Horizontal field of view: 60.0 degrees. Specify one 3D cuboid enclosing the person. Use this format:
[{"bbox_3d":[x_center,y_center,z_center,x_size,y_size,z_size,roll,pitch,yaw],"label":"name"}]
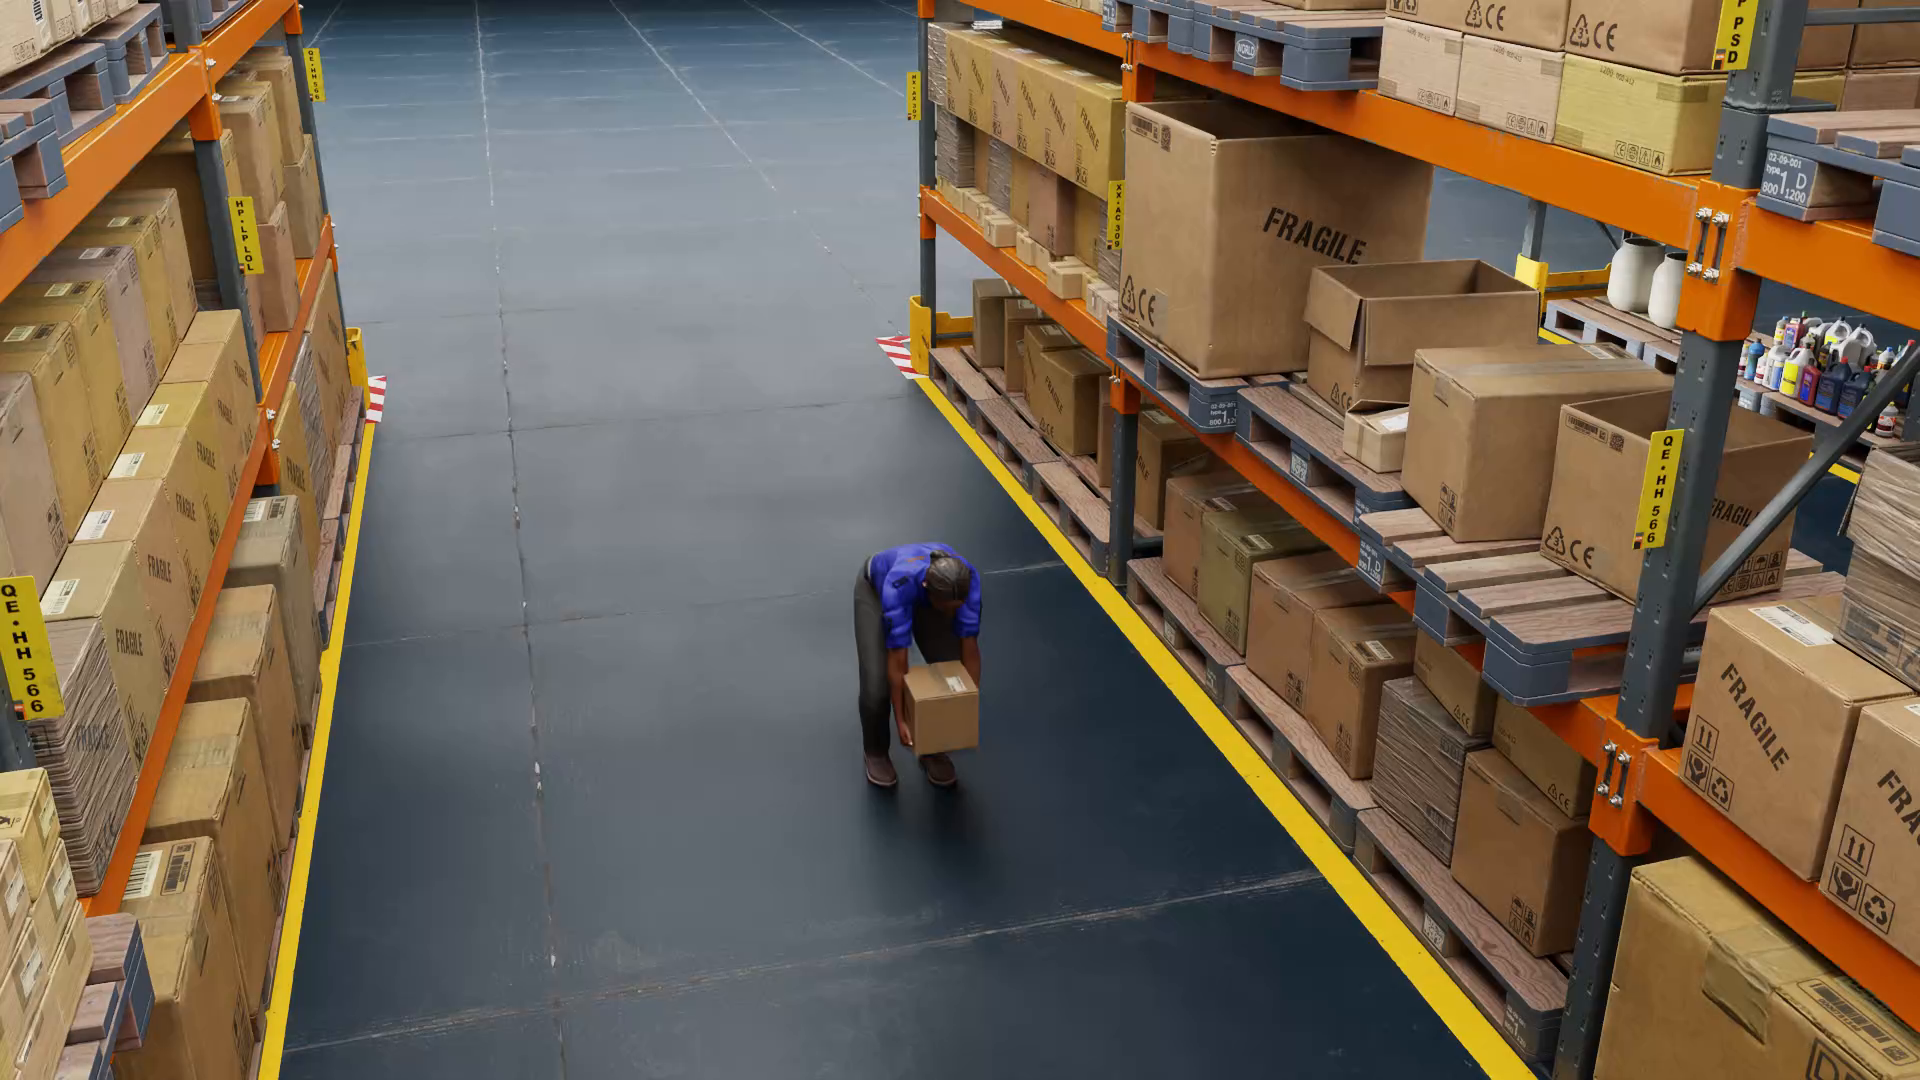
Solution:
[{"bbox_3d":[-0.162,0.489,6.588,0.433,1.166,0.838,-7,24,-16],"label":"person"}]
